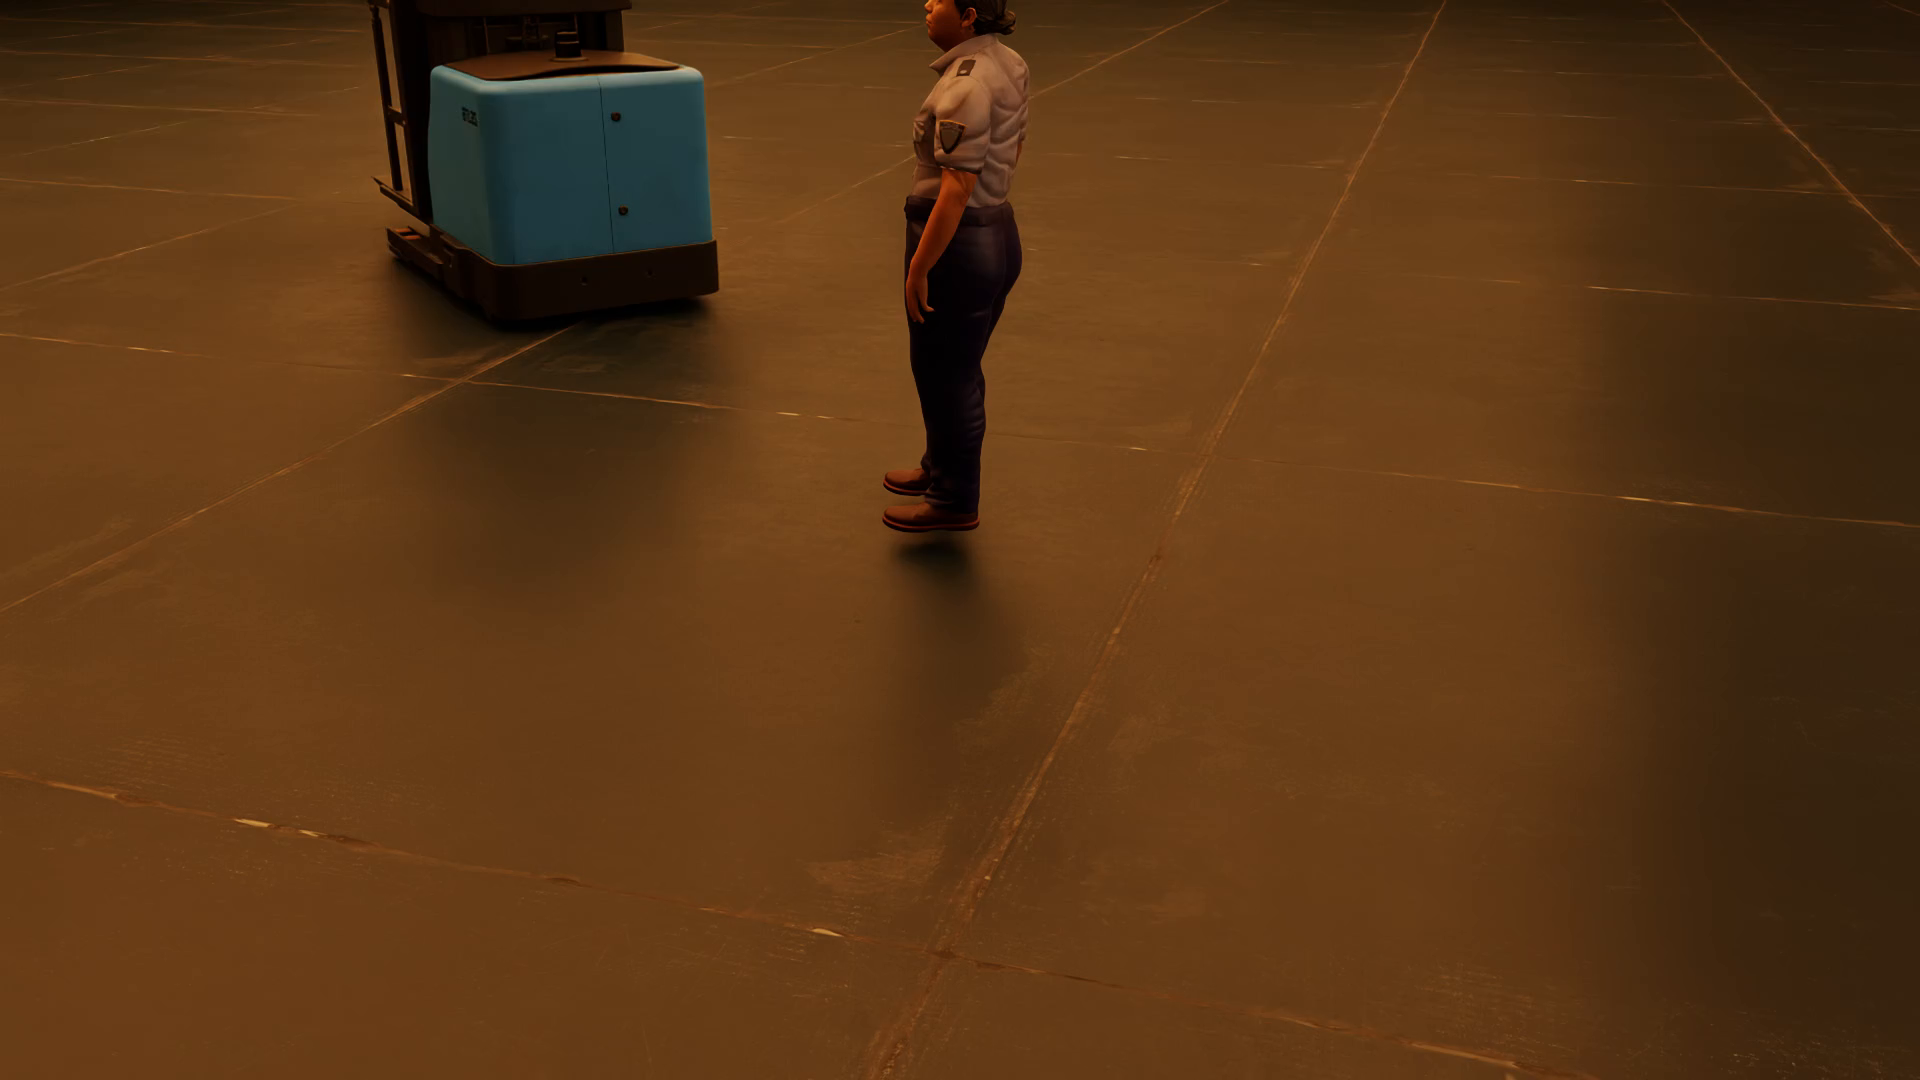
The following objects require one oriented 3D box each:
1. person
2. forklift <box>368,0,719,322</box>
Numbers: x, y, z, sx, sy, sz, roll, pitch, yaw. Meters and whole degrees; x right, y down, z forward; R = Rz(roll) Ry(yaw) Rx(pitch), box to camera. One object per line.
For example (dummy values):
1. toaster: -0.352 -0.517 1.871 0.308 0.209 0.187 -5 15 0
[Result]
1. person: -0.079 -0.824 4.833 0.502 1.651 0.598 7 23 16
2. forklift: -2.319 -2.829 8.131 1.130 2.935 3.031 -13 26 -29
